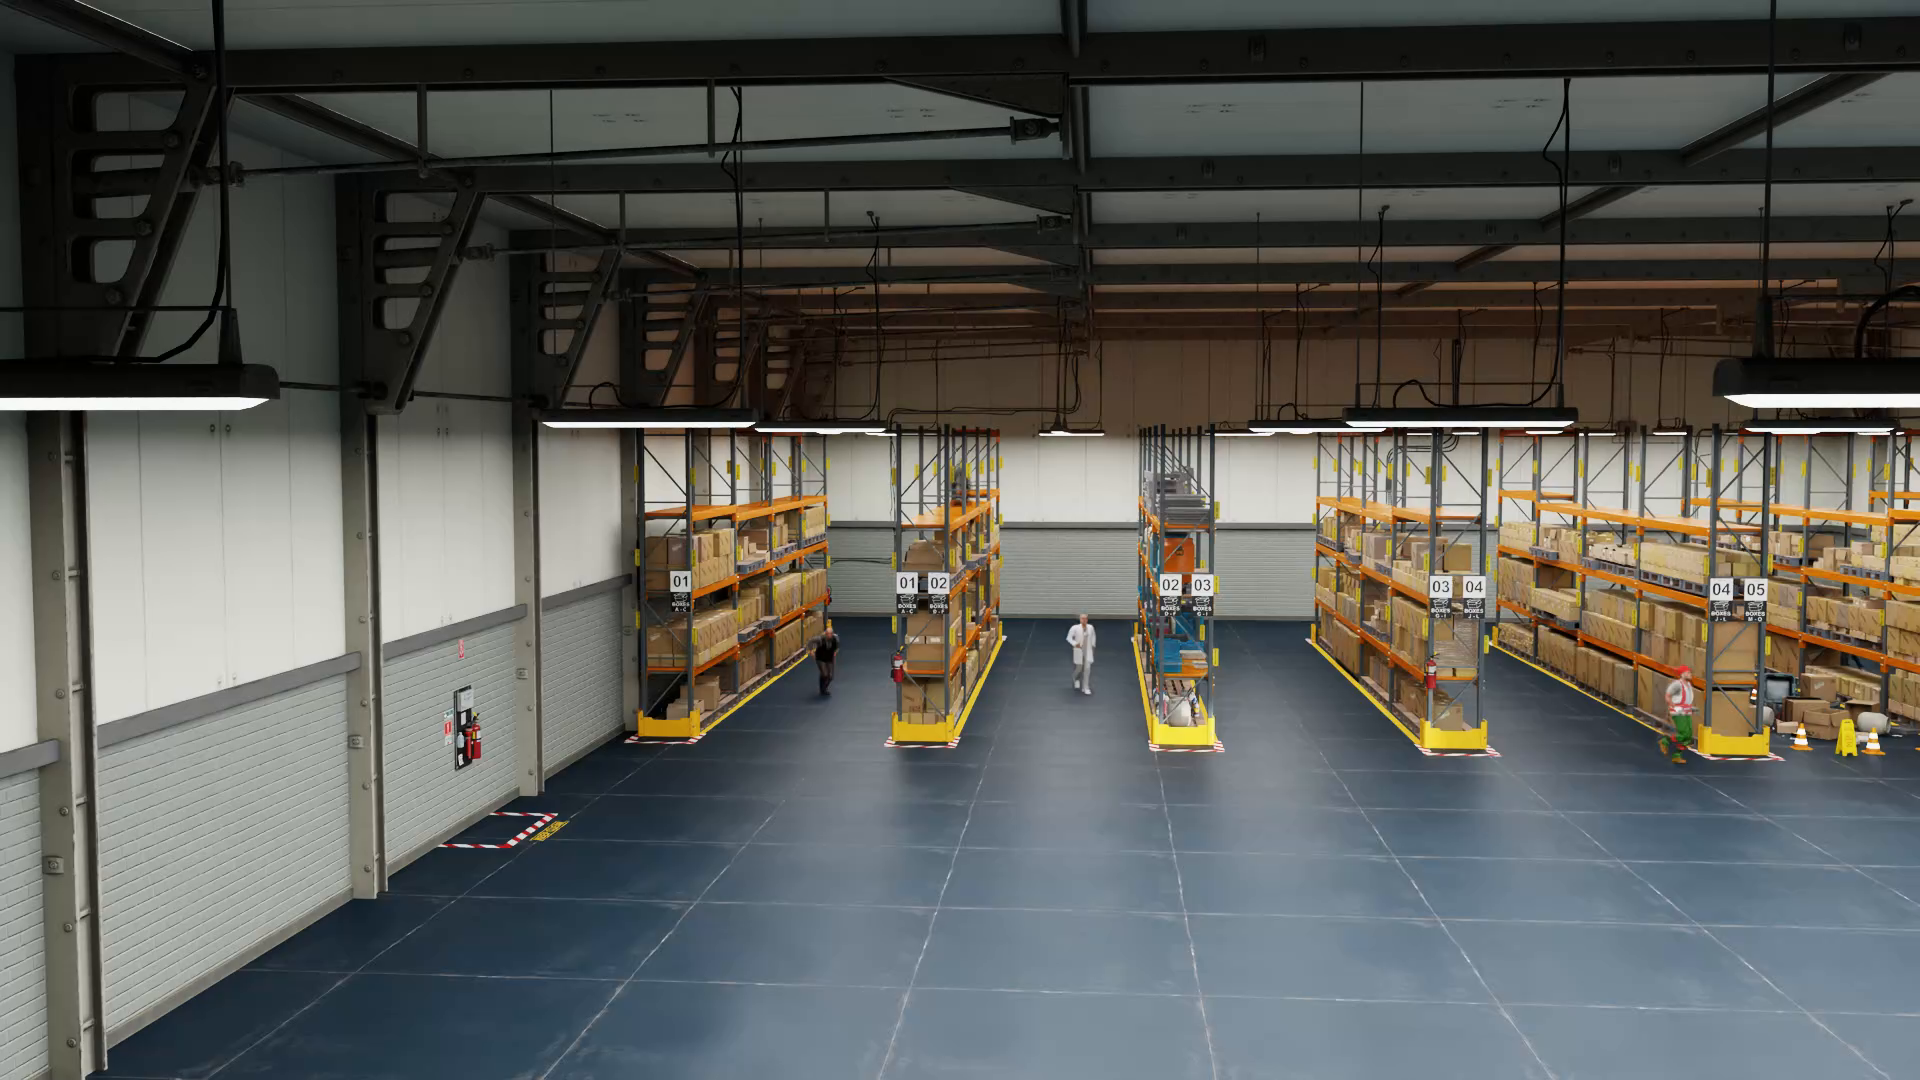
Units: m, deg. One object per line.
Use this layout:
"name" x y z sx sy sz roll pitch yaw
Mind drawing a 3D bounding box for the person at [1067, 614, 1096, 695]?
"person" 2.760 2.555 37.569 0.713 1.776 0.955 -1 4 -10

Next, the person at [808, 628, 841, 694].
"person" -3.008 2.700 36.944 0.684 1.549 0.867 -1 4 -21

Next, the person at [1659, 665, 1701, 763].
"person" 12.756 3.077 29.474 0.681 1.730 0.564 -3 4 -36

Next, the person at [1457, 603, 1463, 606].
"person" 13.491 2.244 44.664 0.620 1.608 0.878 1 4 17

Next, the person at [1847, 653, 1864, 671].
"person" 21.276 2.487 39.698 0.537 1.586 0.881 0 3 -2
